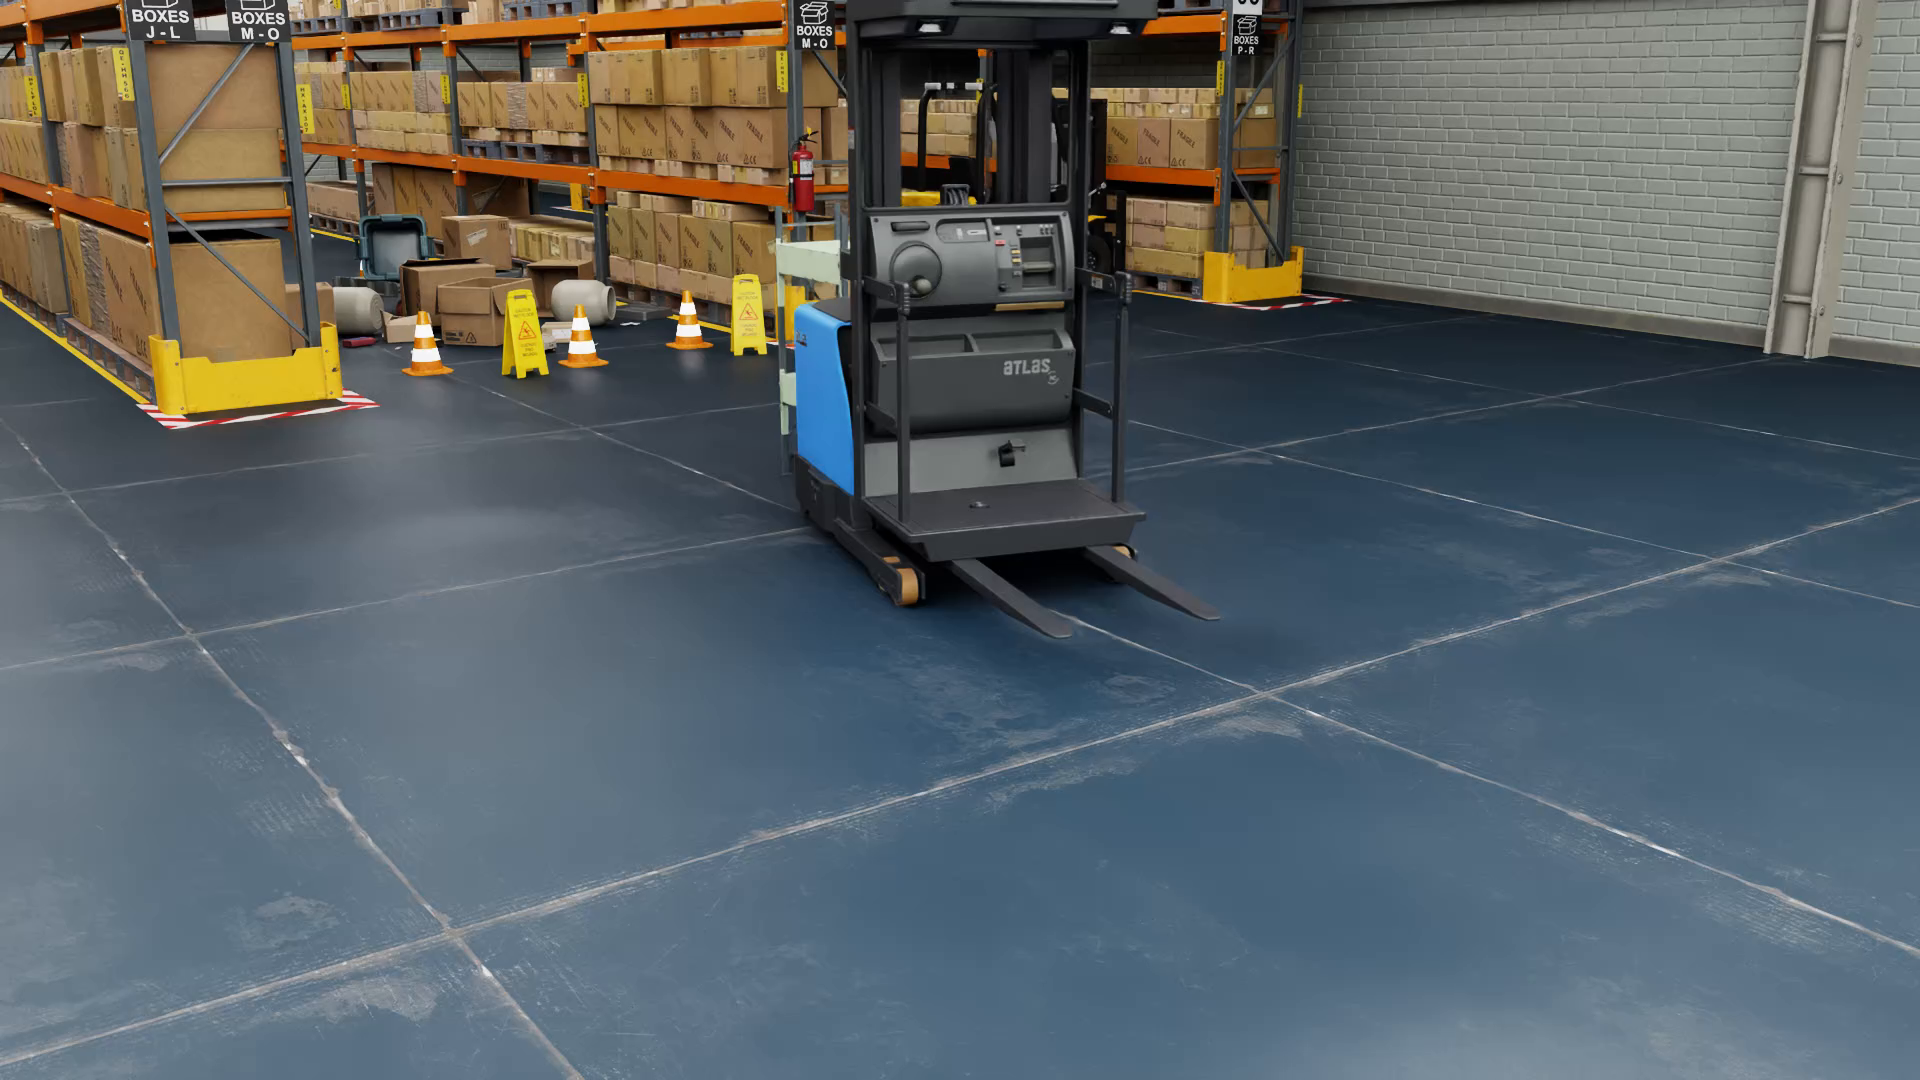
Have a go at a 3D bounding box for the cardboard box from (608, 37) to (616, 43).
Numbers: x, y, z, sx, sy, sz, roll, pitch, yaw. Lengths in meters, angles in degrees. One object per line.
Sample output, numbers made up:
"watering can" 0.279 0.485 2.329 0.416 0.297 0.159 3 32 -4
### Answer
"cardboard box" -5.563 -8.264 27.383 0.380 0.149 0.250 -11 19 -34

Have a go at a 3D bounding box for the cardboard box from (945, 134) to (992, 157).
"cardboard box" 0.162 -4.817 20.279 0.500 0.250 0.500 -10 18 -33

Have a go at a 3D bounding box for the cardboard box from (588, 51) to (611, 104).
"cardboard box" -3.259 -4.598 16.546 0.700 0.500 0.500 -11 19 -35

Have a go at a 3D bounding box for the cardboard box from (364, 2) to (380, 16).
"cardboard box" -7.586 -6.972 21.832 0.380 0.166 0.250 -12 20 -38

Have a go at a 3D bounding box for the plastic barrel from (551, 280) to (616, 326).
"plastic barrel" -3.430 -2.161 15.169 0.512 0.421 0.421 1 15 4

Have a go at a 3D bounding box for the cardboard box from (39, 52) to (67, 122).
"cardboard box" -7.098 -3.771 13.841 0.875 0.550 0.550 -11 19 -35

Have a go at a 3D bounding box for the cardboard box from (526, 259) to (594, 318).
"cardboard box" -3.813 -2.407 15.919 0.500 0.500 0.500 1 15 4

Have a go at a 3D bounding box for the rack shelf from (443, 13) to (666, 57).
"rack shelf" -4.519 -5.578 18.456 1.077 0.370 4.000 -11 19 -35

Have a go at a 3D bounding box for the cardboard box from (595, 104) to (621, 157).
"cardboard box" -3.310 -4.106 16.643 0.500 0.500 0.500 -11 19 -35

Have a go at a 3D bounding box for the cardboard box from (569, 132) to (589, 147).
"cardboard box" -3.869 -4.200 17.420 0.380 0.149 0.250 -11 19 -34

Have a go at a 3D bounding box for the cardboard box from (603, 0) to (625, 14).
"cardboard box" -3.251 -5.208 16.214 0.380 0.149 0.250 -11 19 -34

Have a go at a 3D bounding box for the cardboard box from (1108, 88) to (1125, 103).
"cardboard box" 1.809 -4.774 17.855 0.380 0.149 0.250 -10 18 -33

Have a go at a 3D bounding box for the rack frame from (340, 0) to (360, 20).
"rack frame" -8.047 -8.653 22.646 1.000 3.000 0.127 -11 19 -35

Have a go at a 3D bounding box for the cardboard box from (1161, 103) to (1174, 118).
"cardboard box" 2.314 -4.475 17.327 0.380 0.149 0.250 -10 18 -34

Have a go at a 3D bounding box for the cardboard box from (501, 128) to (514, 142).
"cardboard box" -5.041 -4.656 19.087 0.380 0.149 0.250 -10 18 -31

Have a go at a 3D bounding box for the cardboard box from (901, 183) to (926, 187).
"cardboard box" -0.936 -4.460 22.394 0.875 0.625 0.625 -10 18 -33

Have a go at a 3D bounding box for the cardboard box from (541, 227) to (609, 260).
"cardboard box" -4.079 -3.251 18.455 0.950 0.372 0.625 -10 18 -31

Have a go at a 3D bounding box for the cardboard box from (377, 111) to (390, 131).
"cardboard box" -7.411 -5.572 22.089 0.500 0.250 0.500 -11 19 -34

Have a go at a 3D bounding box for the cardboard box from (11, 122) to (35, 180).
"cardboard box" -8.405 -3.596 15.342 0.500 0.500 0.500 -11 19 -34

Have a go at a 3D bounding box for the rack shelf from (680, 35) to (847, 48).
"rack shelf" -2.858 -7.204 24.395 1.077 0.370 4.000 -11 19 -35

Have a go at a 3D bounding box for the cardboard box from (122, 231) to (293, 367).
"cardboard box" -5.388 -1.720 11.907 0.875 0.875 0.875 -11 19 -34

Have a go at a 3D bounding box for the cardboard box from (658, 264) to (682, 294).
"cardboard box" -2.577 -2.535 16.069 0.500 0.250 0.500 -11 19 -35

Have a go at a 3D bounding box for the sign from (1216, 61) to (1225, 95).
"sign" 2.575 -4.560 16.413 0.100 0.325 0.005 -11 19 -35

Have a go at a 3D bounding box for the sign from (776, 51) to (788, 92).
"sign" -1.452 -3.826 13.583 0.100 0.325 0.005 -11 19 -35

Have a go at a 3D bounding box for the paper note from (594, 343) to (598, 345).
"paper note" -3.157 -1.658 14.077 0.142 0.019 0.148 10 18 33

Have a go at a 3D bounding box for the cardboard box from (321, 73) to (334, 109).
"cardboard box" -8.839 -6.458 23.905 0.500 0.500 0.500 -11 19 -35

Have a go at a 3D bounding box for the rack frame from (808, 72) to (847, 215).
"rack frame" -1.682 -5.677 23.136 1.000 3.000 0.127 -11 19 -35

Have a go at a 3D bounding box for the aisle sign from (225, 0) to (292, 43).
"aisle sign" -4.651 -3.693 10.962 0.394 0.787 0.004 -11 19 -35

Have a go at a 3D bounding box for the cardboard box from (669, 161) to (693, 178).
"cardboard box" -2.502 -3.489 15.618 0.380 0.149 0.250 -11 19 -35

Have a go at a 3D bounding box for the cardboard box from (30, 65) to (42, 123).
"cardboard box" -7.888 -4.007 14.950 0.700 0.500 0.500 -11 19 -35

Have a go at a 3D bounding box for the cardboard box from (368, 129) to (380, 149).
"cardboard box" -7.696 -5.442 22.562 0.500 0.250 0.500 -11 19 -36

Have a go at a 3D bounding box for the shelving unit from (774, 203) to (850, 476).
"shelving unit" -0.635 -1.035 9.016 0.431 1.500 0.755 -10 18 -31

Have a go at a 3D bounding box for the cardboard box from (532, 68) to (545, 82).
"cardboard box" -4.393 -5.022 17.966 0.380 0.149 0.250 -12 19 -37

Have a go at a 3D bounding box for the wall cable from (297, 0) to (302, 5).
"wall cable" -13.361 -10.795 30.470 2.355 3.000 0.029 -11 19 -35

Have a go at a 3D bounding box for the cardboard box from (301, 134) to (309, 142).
"cardboard box" -9.744 -6.300 25.223 0.500 0.500 0.500 -11 19 -35

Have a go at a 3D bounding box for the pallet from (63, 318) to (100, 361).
"pallet" -6.904 -1.742 14.041 1.003 0.211 1.213 -11 19 -35

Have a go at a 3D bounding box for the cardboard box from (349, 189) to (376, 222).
"cardboard box" -8.329 -4.877 24.272 0.875 0.438 0.875 -11 19 -35

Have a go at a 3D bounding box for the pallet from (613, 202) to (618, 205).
"pallet" -5.158 -5.593 28.113 1.003 0.211 1.213 -11 19 -35

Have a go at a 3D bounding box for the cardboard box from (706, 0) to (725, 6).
"cardboard box" -2.008 -4.776 14.638 0.380 0.149 0.250 -11 19 -35

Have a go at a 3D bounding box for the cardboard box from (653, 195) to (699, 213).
"cardboard box" -2.725 -3.232 15.967 0.380 0.149 0.250 -10 18 -31

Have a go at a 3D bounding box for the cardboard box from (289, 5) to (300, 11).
"cardboard box" -10.061 -8.157 25.814 0.500 0.250 0.500 -13 20 -40

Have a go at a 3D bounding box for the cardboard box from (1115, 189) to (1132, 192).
"cardboard box" 1.712 -3.890 19.127 0.500 0.250 0.500 -11 19 -34

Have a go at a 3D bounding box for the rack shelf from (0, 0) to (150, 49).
"rack shelf" -8.463 -4.788 15.570 1.077 0.370 4.000 -11 19 -35

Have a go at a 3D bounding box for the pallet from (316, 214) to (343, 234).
"pallet" -9.152 -4.850 25.397 1.003 0.211 1.213 -11 19 -35

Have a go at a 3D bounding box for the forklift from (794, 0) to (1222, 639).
"forklift" 0.137 -1.255 7.108 1.130 2.935 3.031 -6 16 -19

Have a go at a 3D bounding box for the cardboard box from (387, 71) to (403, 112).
"cardboard box" -7.097 -5.830 21.613 0.500 0.500 0.500 -11 19 -35

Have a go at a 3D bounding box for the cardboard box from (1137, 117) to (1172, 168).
"cardboard box" 2.223 -4.193 17.526 0.500 0.500 0.500 -10 18 -33

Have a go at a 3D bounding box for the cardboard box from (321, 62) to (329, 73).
"cardboard box" -9.031 -6.847 24.097 0.380 0.149 0.250 -11 19 -35

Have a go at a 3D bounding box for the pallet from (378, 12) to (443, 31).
"pallet" -6.776 -6.629 21.290 1.003 0.211 1.213 -10 18 -32

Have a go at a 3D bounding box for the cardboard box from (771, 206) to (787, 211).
"cardboard box" -2.390 -4.839 24.015 0.500 0.500 0.500 -11 19 -35

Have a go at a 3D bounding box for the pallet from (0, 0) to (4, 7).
"pallet" -8.558 -5.104 15.718 1.003 0.211 1.213 -10 18 -32

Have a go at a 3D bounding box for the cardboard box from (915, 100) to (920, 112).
"cardboard box" -0.343 -5.436 20.838 0.380 0.149 0.250 -11 19 -36

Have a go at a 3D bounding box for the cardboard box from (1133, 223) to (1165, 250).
"cardboard box" 2.197 -3.250 17.735 0.500 0.250 0.500 -11 19 -35

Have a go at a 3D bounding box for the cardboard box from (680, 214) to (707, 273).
"cardboard box" -2.274 -2.786 15.565 0.500 0.500 0.500 -11 19 -36

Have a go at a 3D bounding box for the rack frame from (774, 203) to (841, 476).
"rack frame" -0.833 -1.116 9.312 0.400 1.500 0.023 -10 18 -31
